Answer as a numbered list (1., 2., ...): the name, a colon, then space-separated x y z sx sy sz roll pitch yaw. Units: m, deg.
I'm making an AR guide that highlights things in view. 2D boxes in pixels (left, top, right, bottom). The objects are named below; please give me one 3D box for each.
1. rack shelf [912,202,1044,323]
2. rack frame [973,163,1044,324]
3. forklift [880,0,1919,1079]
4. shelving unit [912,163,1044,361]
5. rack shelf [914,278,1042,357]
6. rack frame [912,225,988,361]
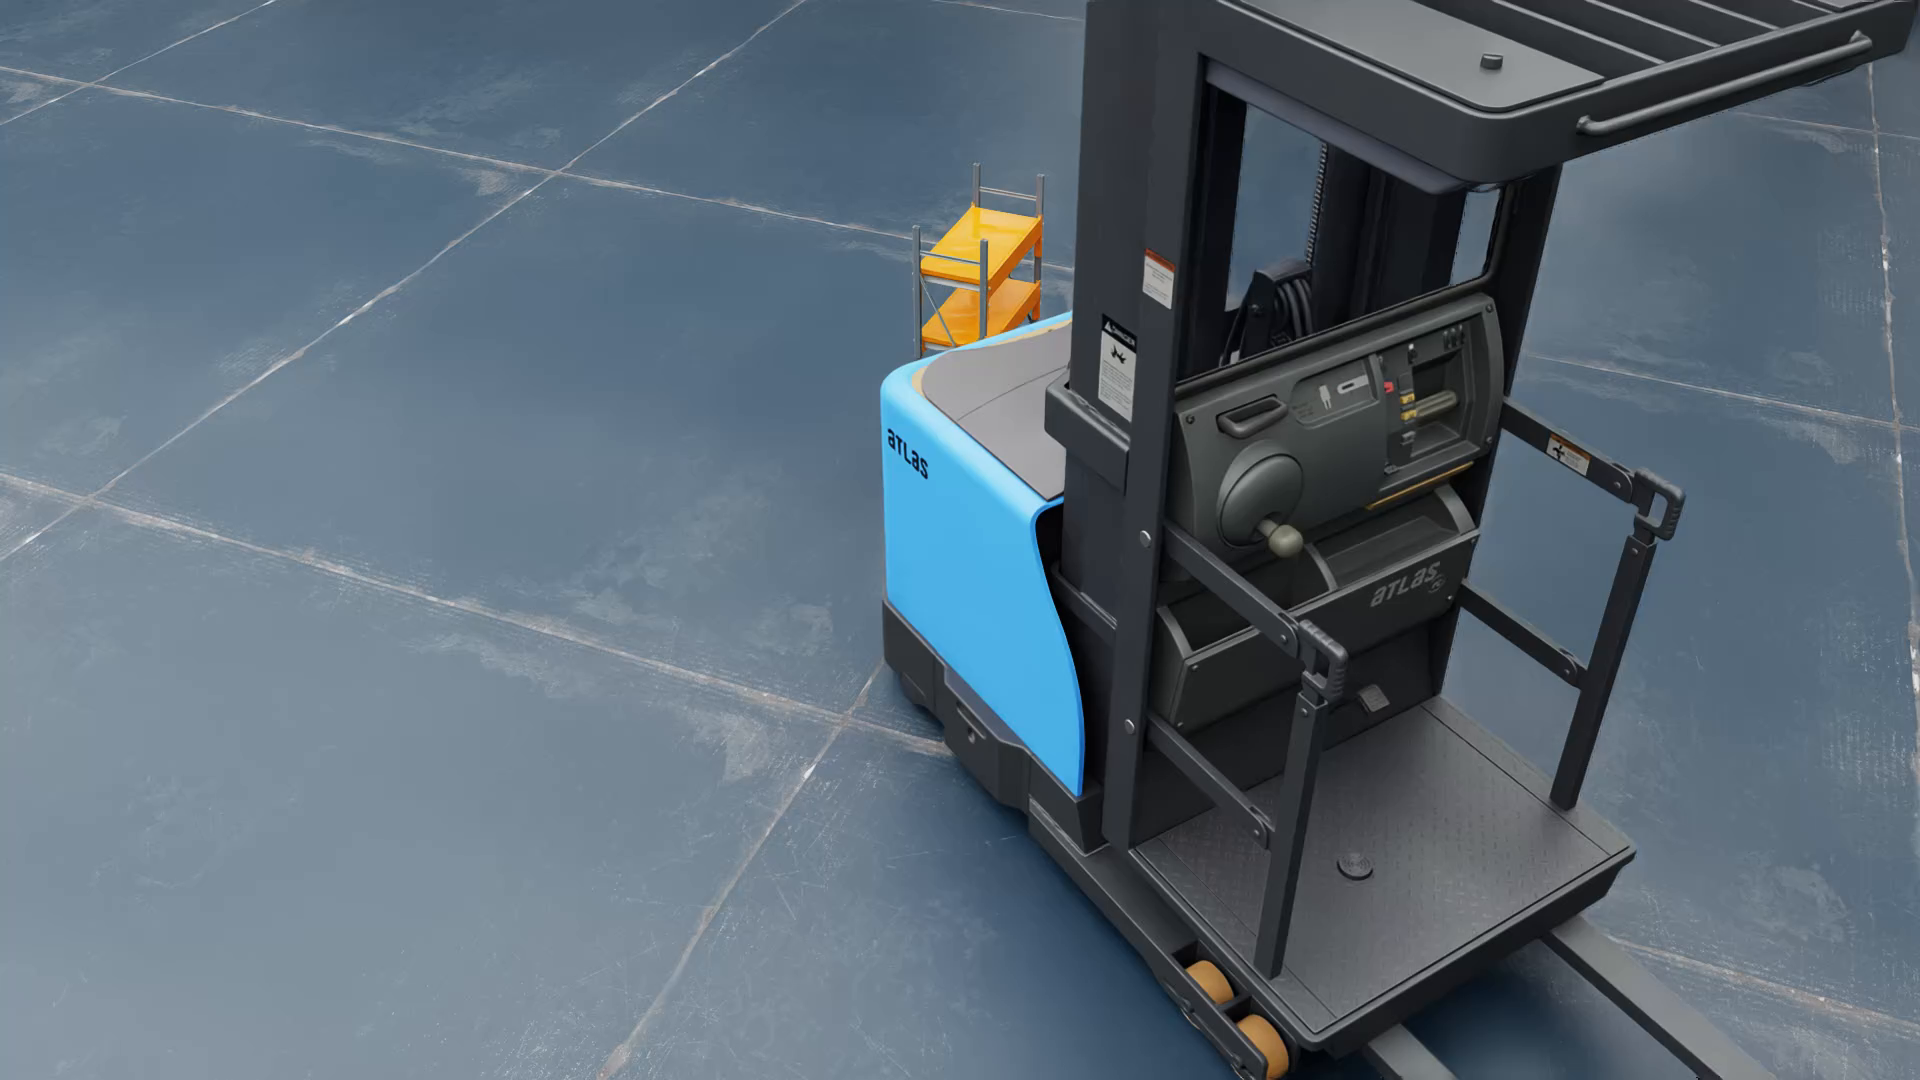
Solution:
1. rack shelf: 0.063 -0.887 5.278 0.258 0.148 0.480 14 39 18
2. rack frame: 0.156 -0.707 5.694 0.240 1.200 0.015 14 39 18
3. forklift: 0.979 -0.189 3.555 1.130 2.935 3.031 -21 42 -26
4. shelving unit: 0.063 -0.572 5.513 0.258 1.200 0.503 14 39 18
5. rack shelf: 0.063 -0.698 5.420 0.258 0.148 0.480 14 39 18
6. rack frame: -0.030 -0.437 5.333 0.240 1.200 0.015 14 39 18
